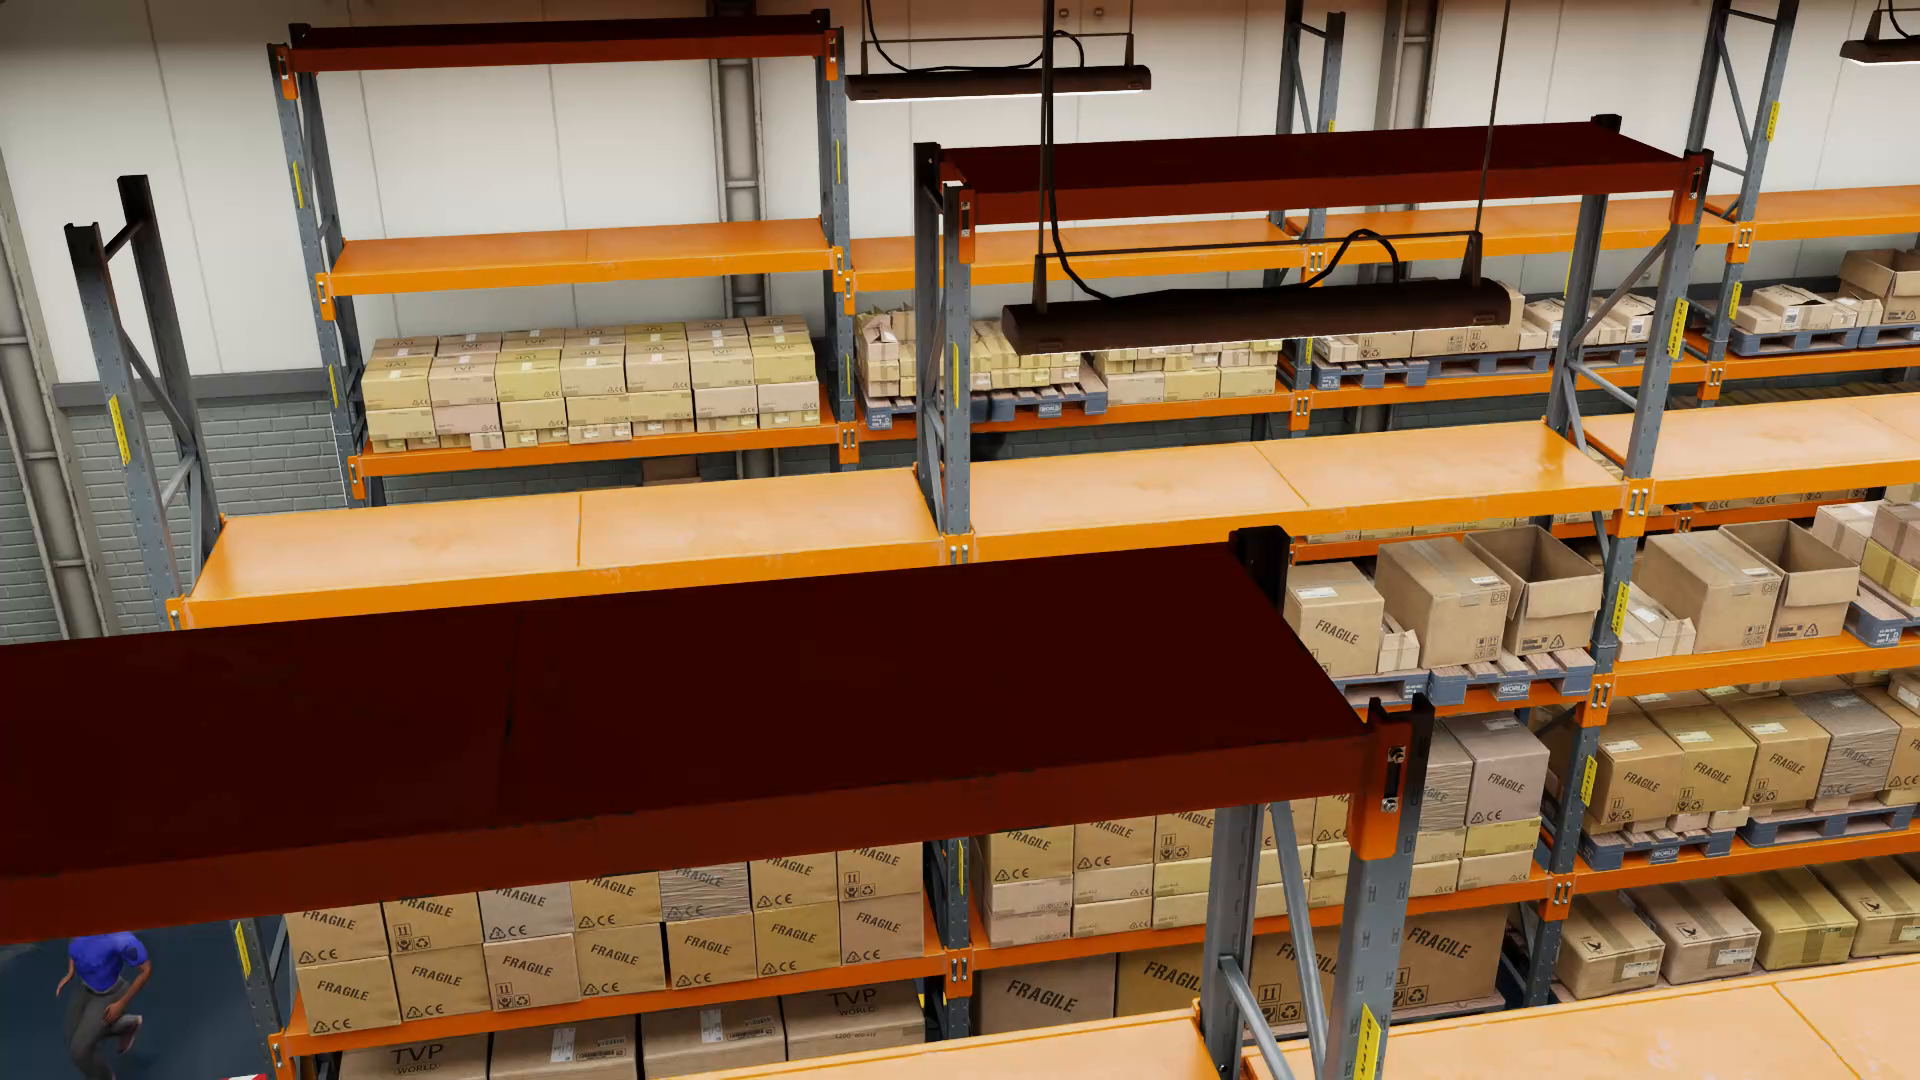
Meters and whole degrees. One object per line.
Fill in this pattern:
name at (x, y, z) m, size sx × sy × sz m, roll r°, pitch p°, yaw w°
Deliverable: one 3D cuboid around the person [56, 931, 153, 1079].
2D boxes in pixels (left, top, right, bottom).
person at (-5.437, 2.880, 10.524) m, size 0.655 × 1.571 × 0.586 m, roll 18°, pitch 31°, yaw 32°
